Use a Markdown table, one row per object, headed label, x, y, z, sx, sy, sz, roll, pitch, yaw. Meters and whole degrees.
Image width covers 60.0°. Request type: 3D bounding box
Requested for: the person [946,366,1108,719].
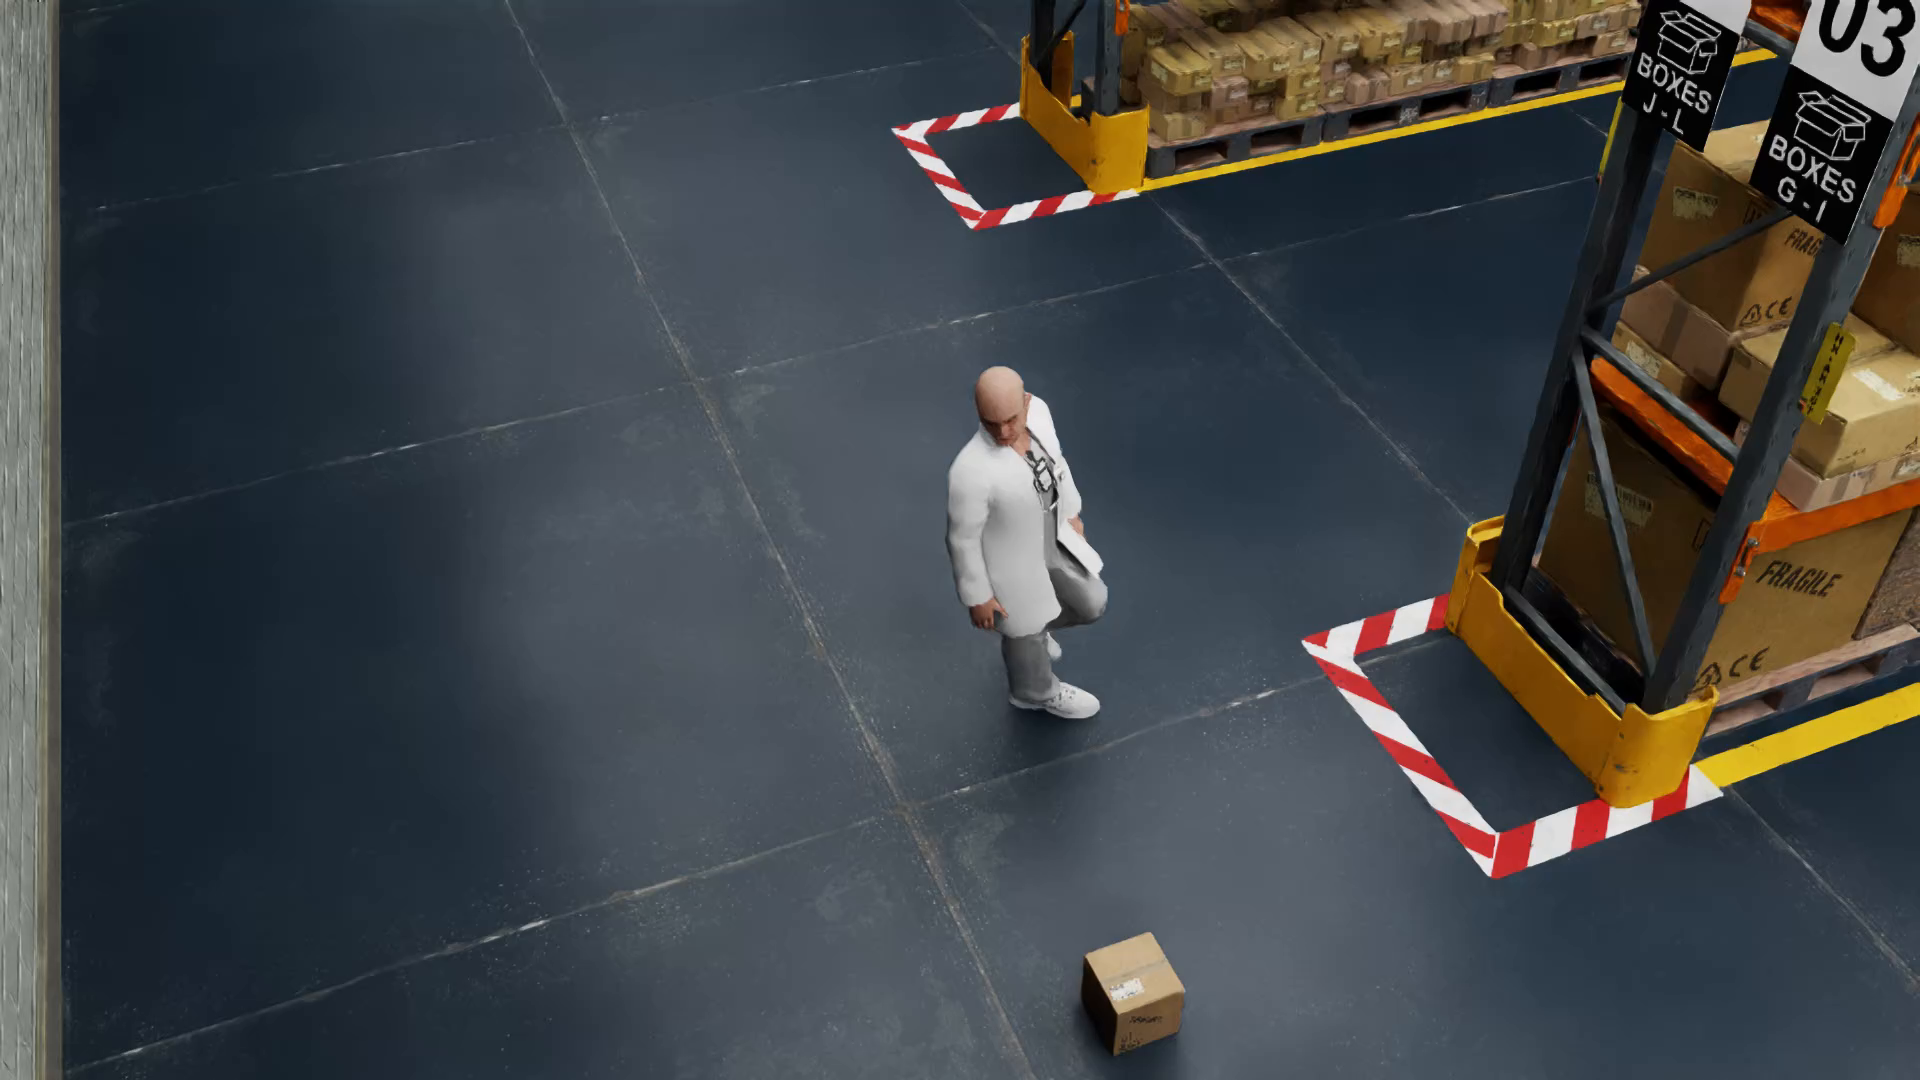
| label | x | y | z | sx | sy | sz | roll | pitch | yaw |
| --- | --- | --- | --- | --- | --- | --- | --- | --- | --- |
| person | 0.245 | 0.063 | 6.103 | 0.526 | 1.764 | 0.691 | 20 | 45 | 21 |
